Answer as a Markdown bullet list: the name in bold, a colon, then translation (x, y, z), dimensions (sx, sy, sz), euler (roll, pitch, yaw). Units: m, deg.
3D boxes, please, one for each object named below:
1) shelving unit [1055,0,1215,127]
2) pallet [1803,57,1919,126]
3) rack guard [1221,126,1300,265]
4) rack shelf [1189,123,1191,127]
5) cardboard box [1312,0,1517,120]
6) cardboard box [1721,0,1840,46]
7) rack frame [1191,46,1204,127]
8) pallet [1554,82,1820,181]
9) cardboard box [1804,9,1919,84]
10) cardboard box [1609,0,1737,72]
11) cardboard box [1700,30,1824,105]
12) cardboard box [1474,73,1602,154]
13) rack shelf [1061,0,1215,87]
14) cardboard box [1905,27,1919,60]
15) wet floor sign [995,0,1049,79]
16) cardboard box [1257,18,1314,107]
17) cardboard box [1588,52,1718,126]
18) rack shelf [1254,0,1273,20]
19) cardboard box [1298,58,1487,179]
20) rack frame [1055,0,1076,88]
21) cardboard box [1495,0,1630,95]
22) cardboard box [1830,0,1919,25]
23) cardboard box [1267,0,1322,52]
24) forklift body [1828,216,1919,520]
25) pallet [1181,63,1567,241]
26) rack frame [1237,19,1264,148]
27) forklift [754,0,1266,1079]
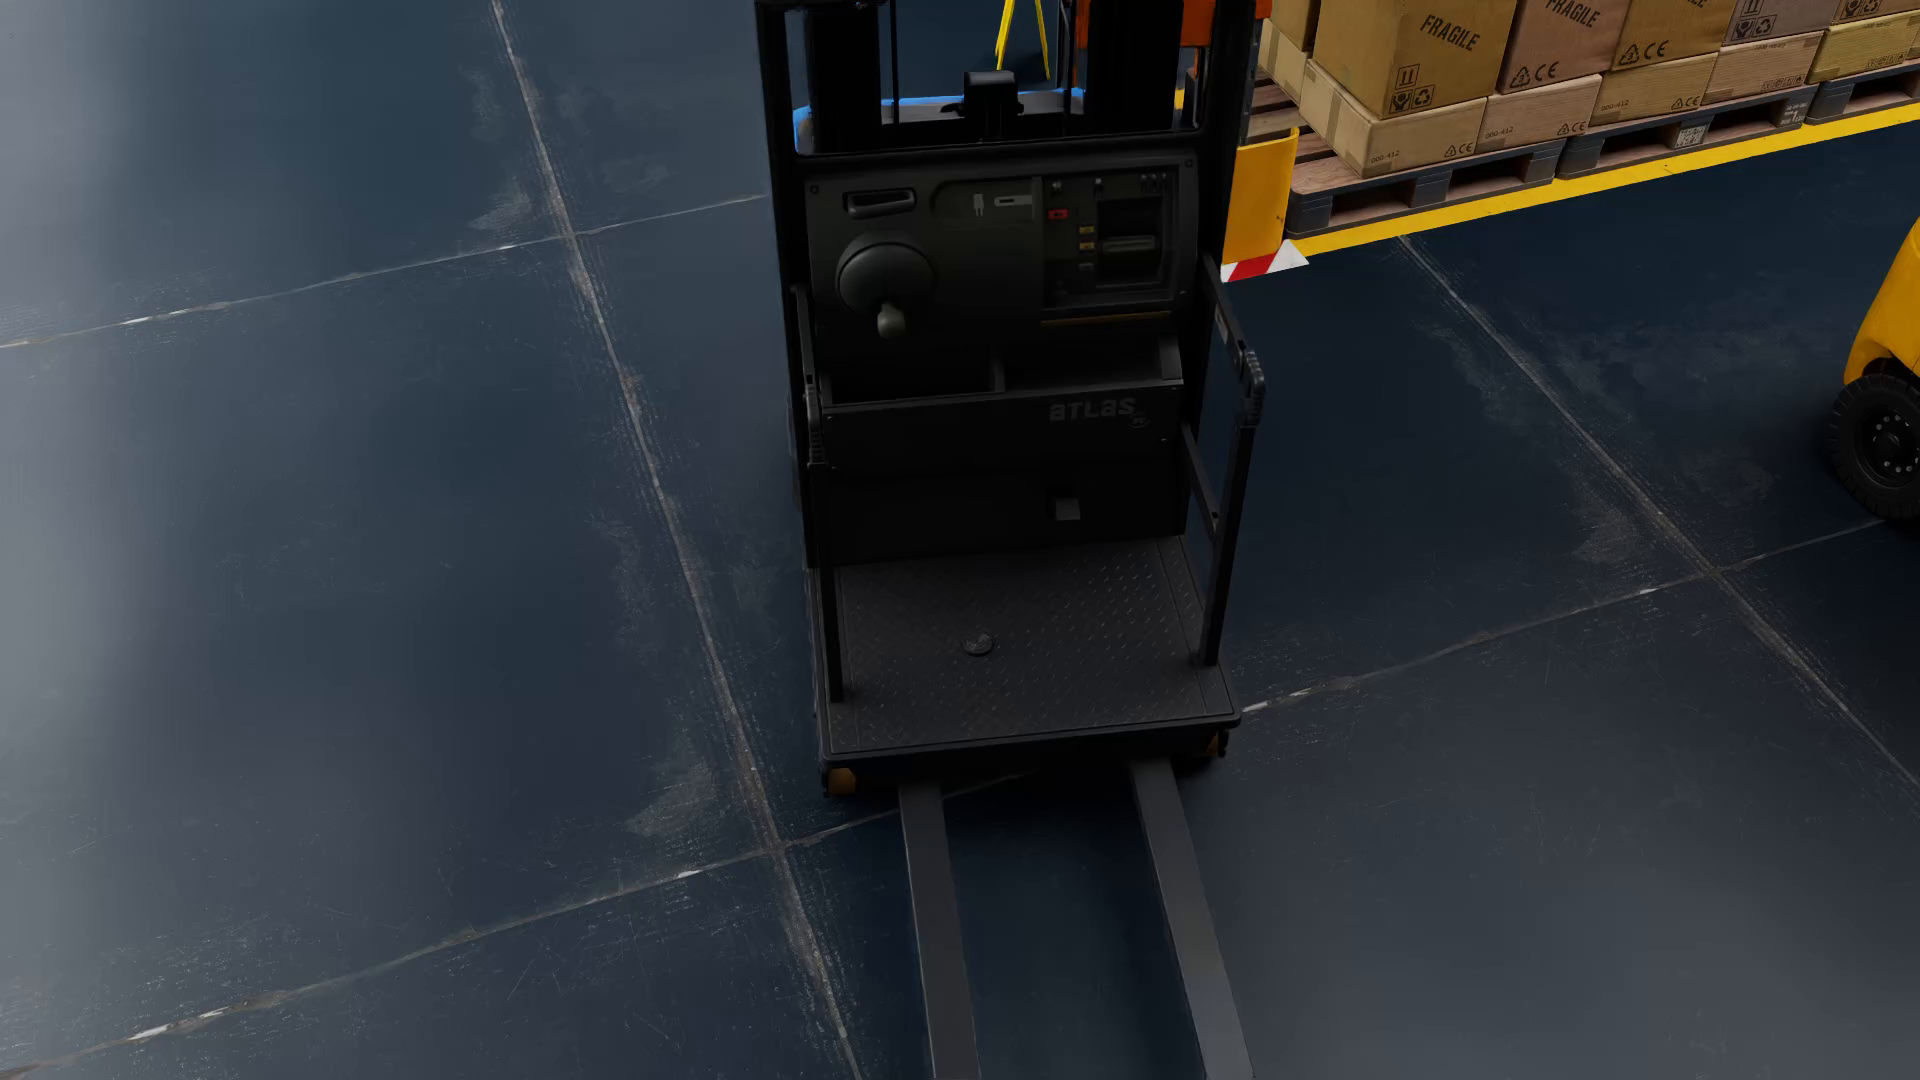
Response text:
- **shelving unit**: translation (0.589, -1.698, 5.430), dimensions (0.503, 2.100, 0.431), euler (-2, 38, -2)
- **pallet**: translation (3.959, -2.286, 7.380), dimensions (1.213, 0.211, 1.003), euler (-14, 47, -14)
- **rack guard**: translation (0.888, -1.630, 6.521), dimensions (0.348, 0.500, 1.175), euler (-14, 47, -14)
- **rack shelf**: translation (0.593, -1.136, 5.869), dimensions (0.480, 0.518, 0.431), euler (-2, 38, -2)
- **cardboard box**: translation (1.691, -1.952, 6.193), dimensions (0.500, 0.500, 0.500), euler (-16, 47, -15)
- **cardboard box**: translation (3.156, -2.330, 6.570), dimensions (0.500, 0.500, 0.500), euler (-12, 46, -12)
- **rack frame**: translation (0.833, -1.707, 5.439), dimensions (0.015, 2.100, 0.400), euler (-2, 38, -2)
- **pallet**: translation (2.810, -1.990, 7.085), dimensions (1.213, 0.211, 1.003), euler (-14, 47, -14)
- **cardboard box**: translation (3.617, -2.177, 6.947), dimensions (0.500, 0.250, 0.500), euler (-15, 47, -15)
- **cardboard box**: translation (2.656, -2.196, 6.436), dimensions (0.500, 0.500, 0.500), euler (-13, 47, -13)
- **cardboard box**: translation (3.137, -2.058, 6.828), dimensions (0.500, 0.250, 0.500), euler (-14, 47, -13)
- **cardboard box**: translation (2.152, -1.799, 6.570), dimensions (0.500, 0.250, 0.500), euler (-13, 46, -12)
- **rack shelf**: translation (0.589, -1.687, 5.438), dimensions (0.480, 0.518, 0.431), euler (-2, 38, -2)
- **cardboard box**: translation (4.114, -2.312, 7.081), dimensions (0.500, 0.250, 0.500), euler (-12, 46, -12)
- **wet floor sign**: translation (0.274, -2.330, 7.116), dimensions (0.232, 0.644, 0.267), euler (0, 45, 0)
- **cardboard box**: translation (1.508, -2.051, 6.821), dimensions (0.500, 0.250, 0.500), euler (-15, 47, -14)
- **cardboard box**: translation (2.661, -1.938, 6.709), dimensions (0.500, 0.250, 0.500), euler (-11, 46, -11)
- **rack shelf**: translation (2.698, -2.721, 6.352), dimensions (4.000, 0.370, 1.077), euler (-14, 47, -14)
- **cardboard box**: translation (1.669, -1.681, 6.452), dimensions (0.500, 0.250, 0.500), euler (-15, 47, -14)
- **rack frame**: translation (0.346, -1.689, 5.420), dimensions (0.015, 2.100, 0.400), euler (-2, 38, -2)
- **cardboard box**: translation (2.182, -2.081, 6.321), dimensions (0.500, 0.500, 0.500), euler (-16, 47, -15)
- **cardboard box**: translation (3.636, -2.453, 6.693), dimensions (0.500, 0.500, 0.500), euler (-14, 47, -13)
- **cardboard box**: translation (1.481, -2.302, 6.542), dimensions (0.500, 0.500, 0.500), euler (-14, 47, -14)
- **forklift body**: translation (3.669, -0.560, 4.289), dimensions (1.214, 2.155, 2.313), euler (-14, 47, -14)
- **pallet**: translation (1.664, -1.699, 6.795), dimensions (1.213, 0.211, 1.003), euler (-14, 47, -14)
- **rack frame**: translation (0.816, -2.494, 5.618), dimensions (0.127, 3.000, 1.000), euler (-14, 47, -14)
- **forklift**: translation (0.134, -0.608, 3.786), dimensions (1.130, 2.935, 3.031), euler (-5, 45, -5)
